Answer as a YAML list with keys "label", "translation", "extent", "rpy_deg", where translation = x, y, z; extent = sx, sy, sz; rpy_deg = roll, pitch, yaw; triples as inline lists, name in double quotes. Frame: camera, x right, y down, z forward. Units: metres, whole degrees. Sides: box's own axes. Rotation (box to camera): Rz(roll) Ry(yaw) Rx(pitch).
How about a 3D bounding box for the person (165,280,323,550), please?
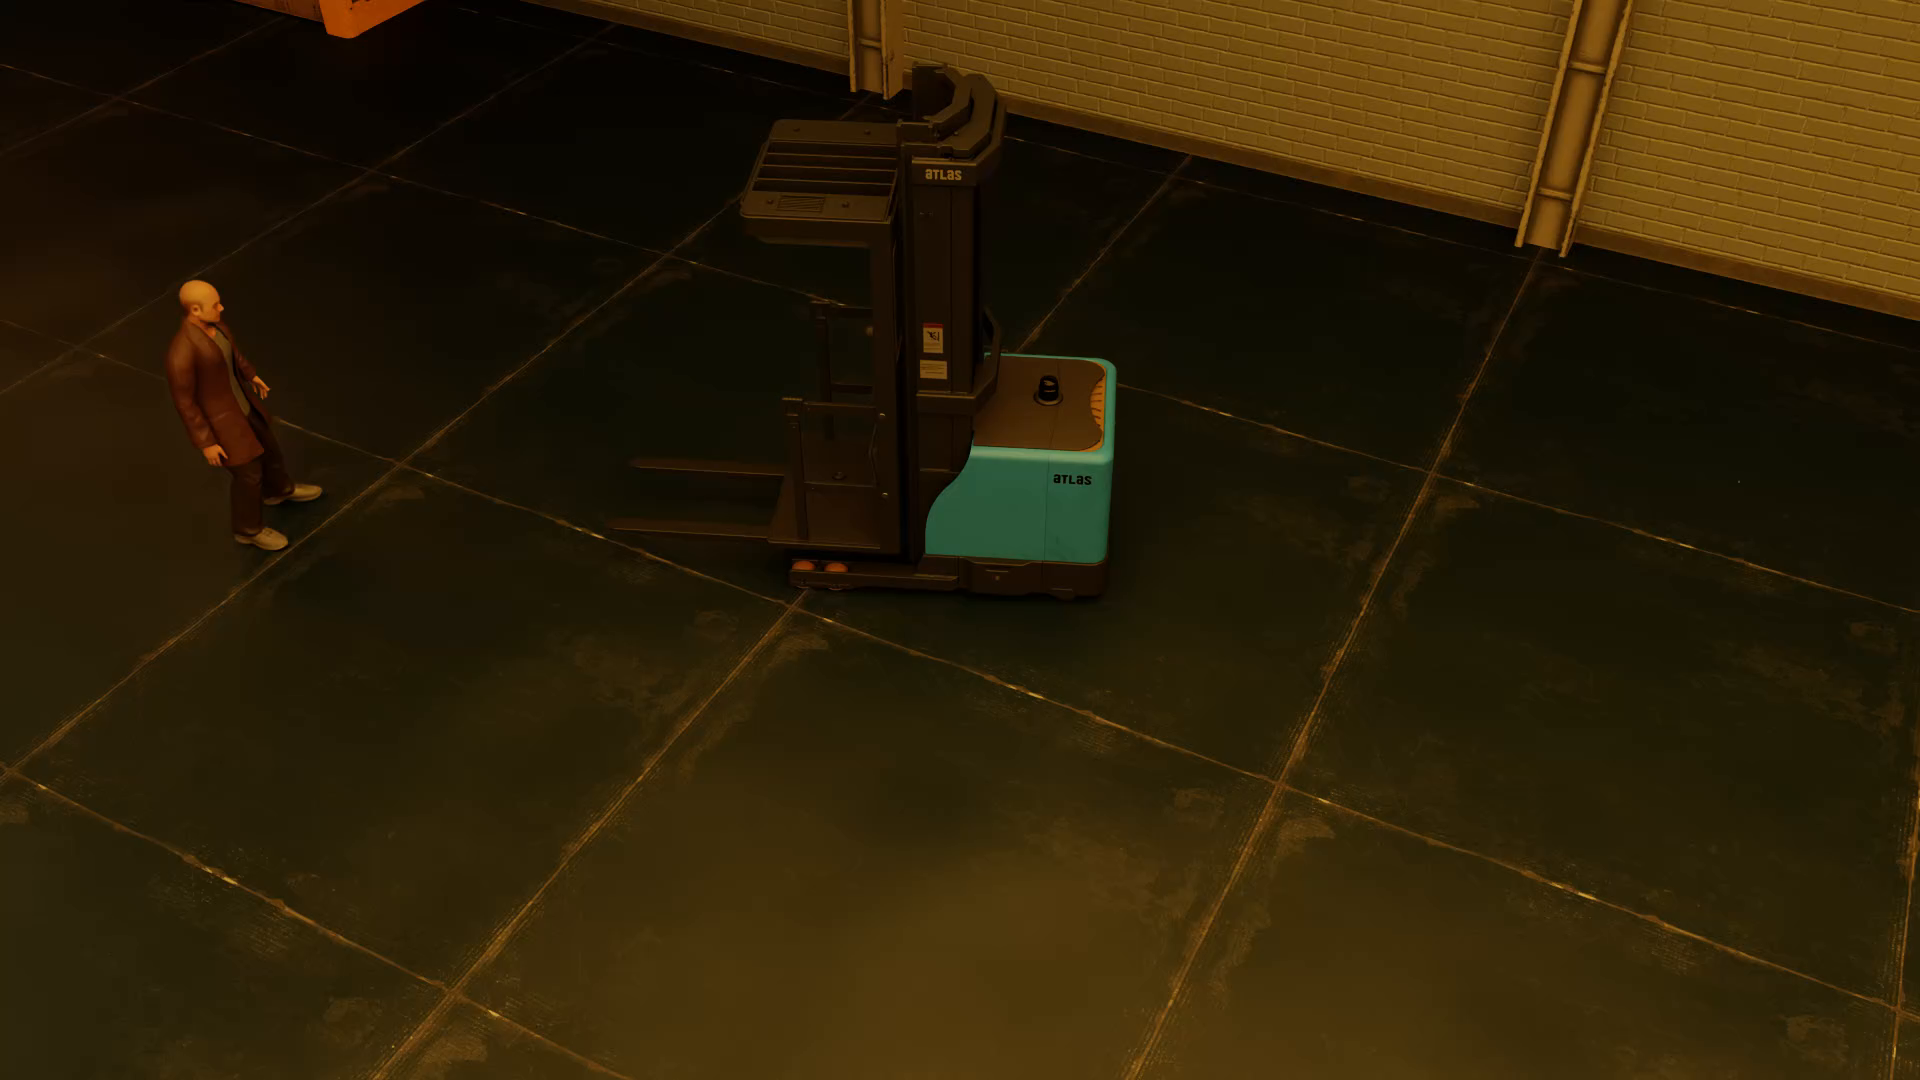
- label: "person"
  translation: [-4.264, -0.706, 9.827]
  extent: [0.435, 1.643, 0.775]
  rpy_deg: [-1, 40, -1]

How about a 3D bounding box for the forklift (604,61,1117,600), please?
- label: "forklift"
  translation: [-0.606, -1.157, 9.360]
  extent: [3.031, 2.935, 1.130]
  rpy_deg: [3, 40, 4]
